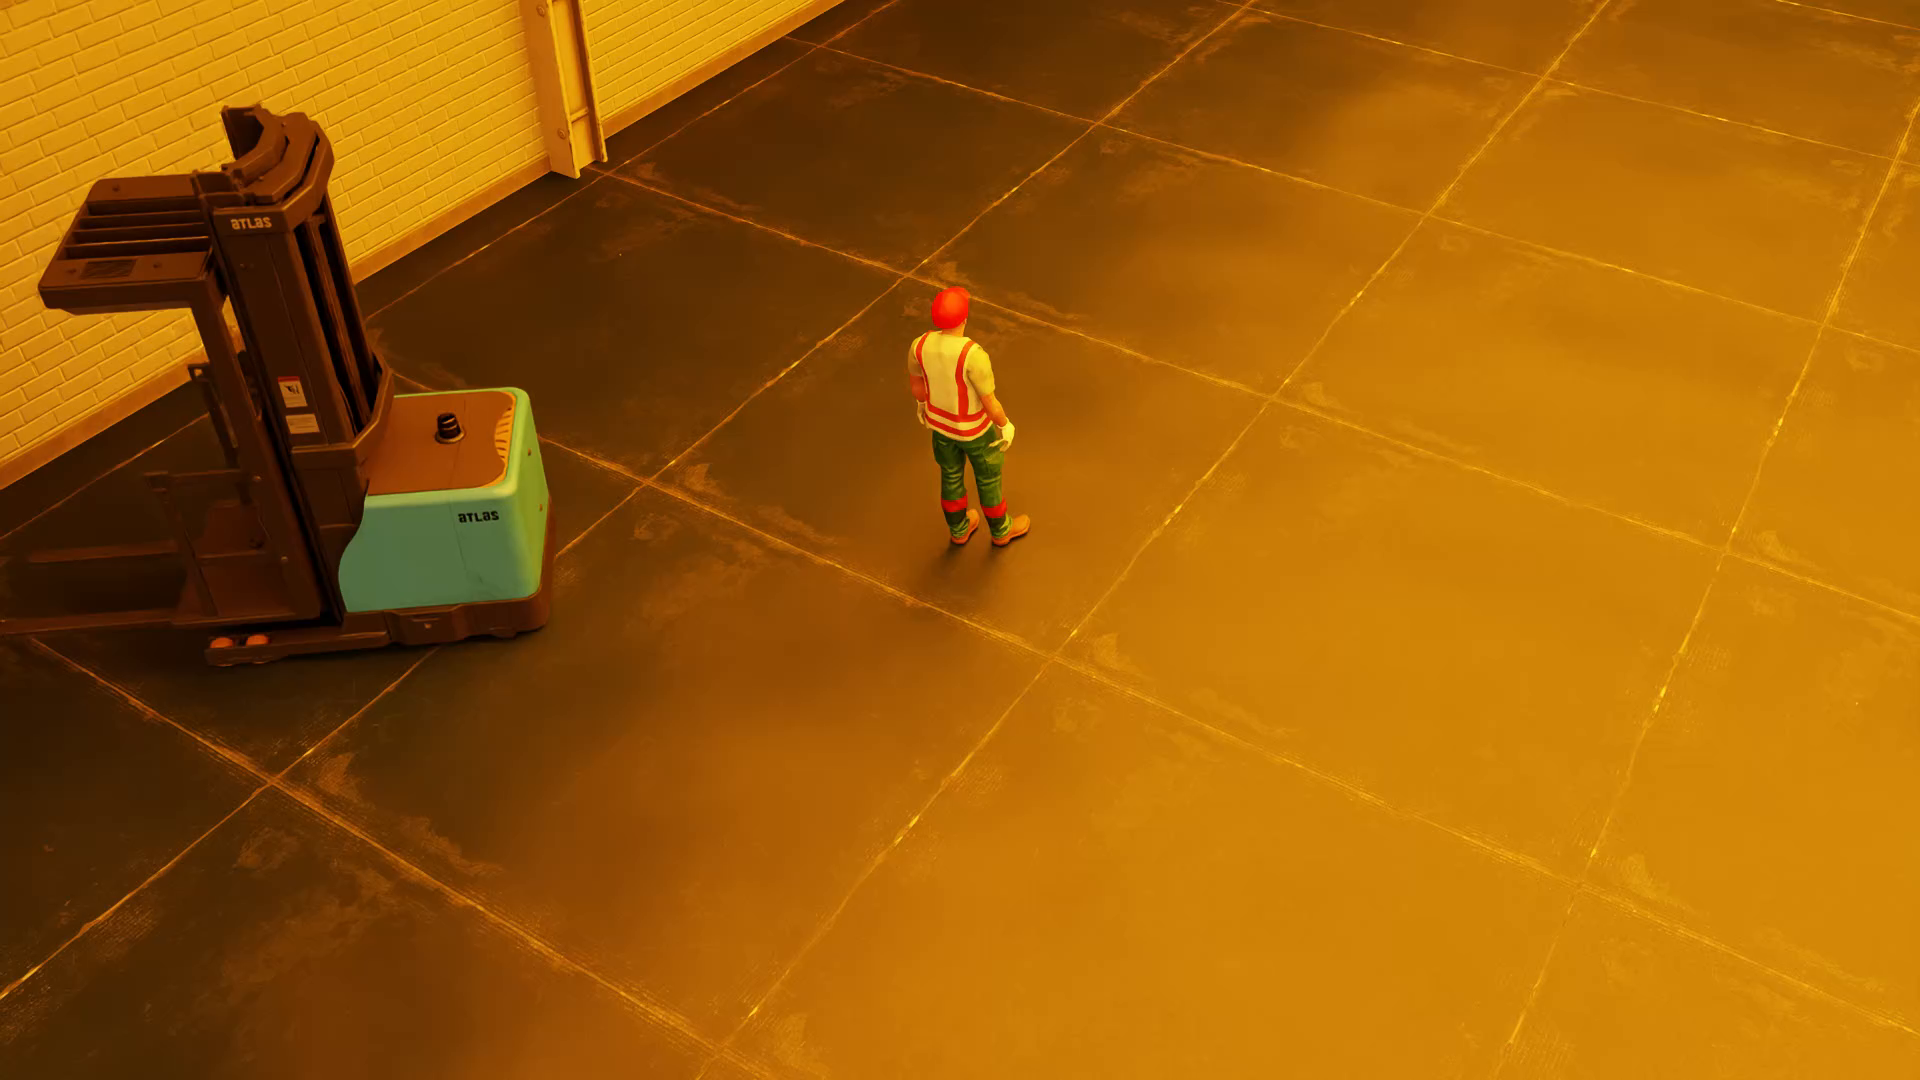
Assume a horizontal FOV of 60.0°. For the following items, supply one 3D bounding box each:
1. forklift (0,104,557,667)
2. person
[{"bbox_3d":[-3.931,-0.767,8.872,3.031,2.935,1.130,-5,40,-5],"label":"forklift"},{"bbox_3d":[0.052,-0.726,9.701,0.638,1.784,0.562,22,45,24],"label":"person"}]
